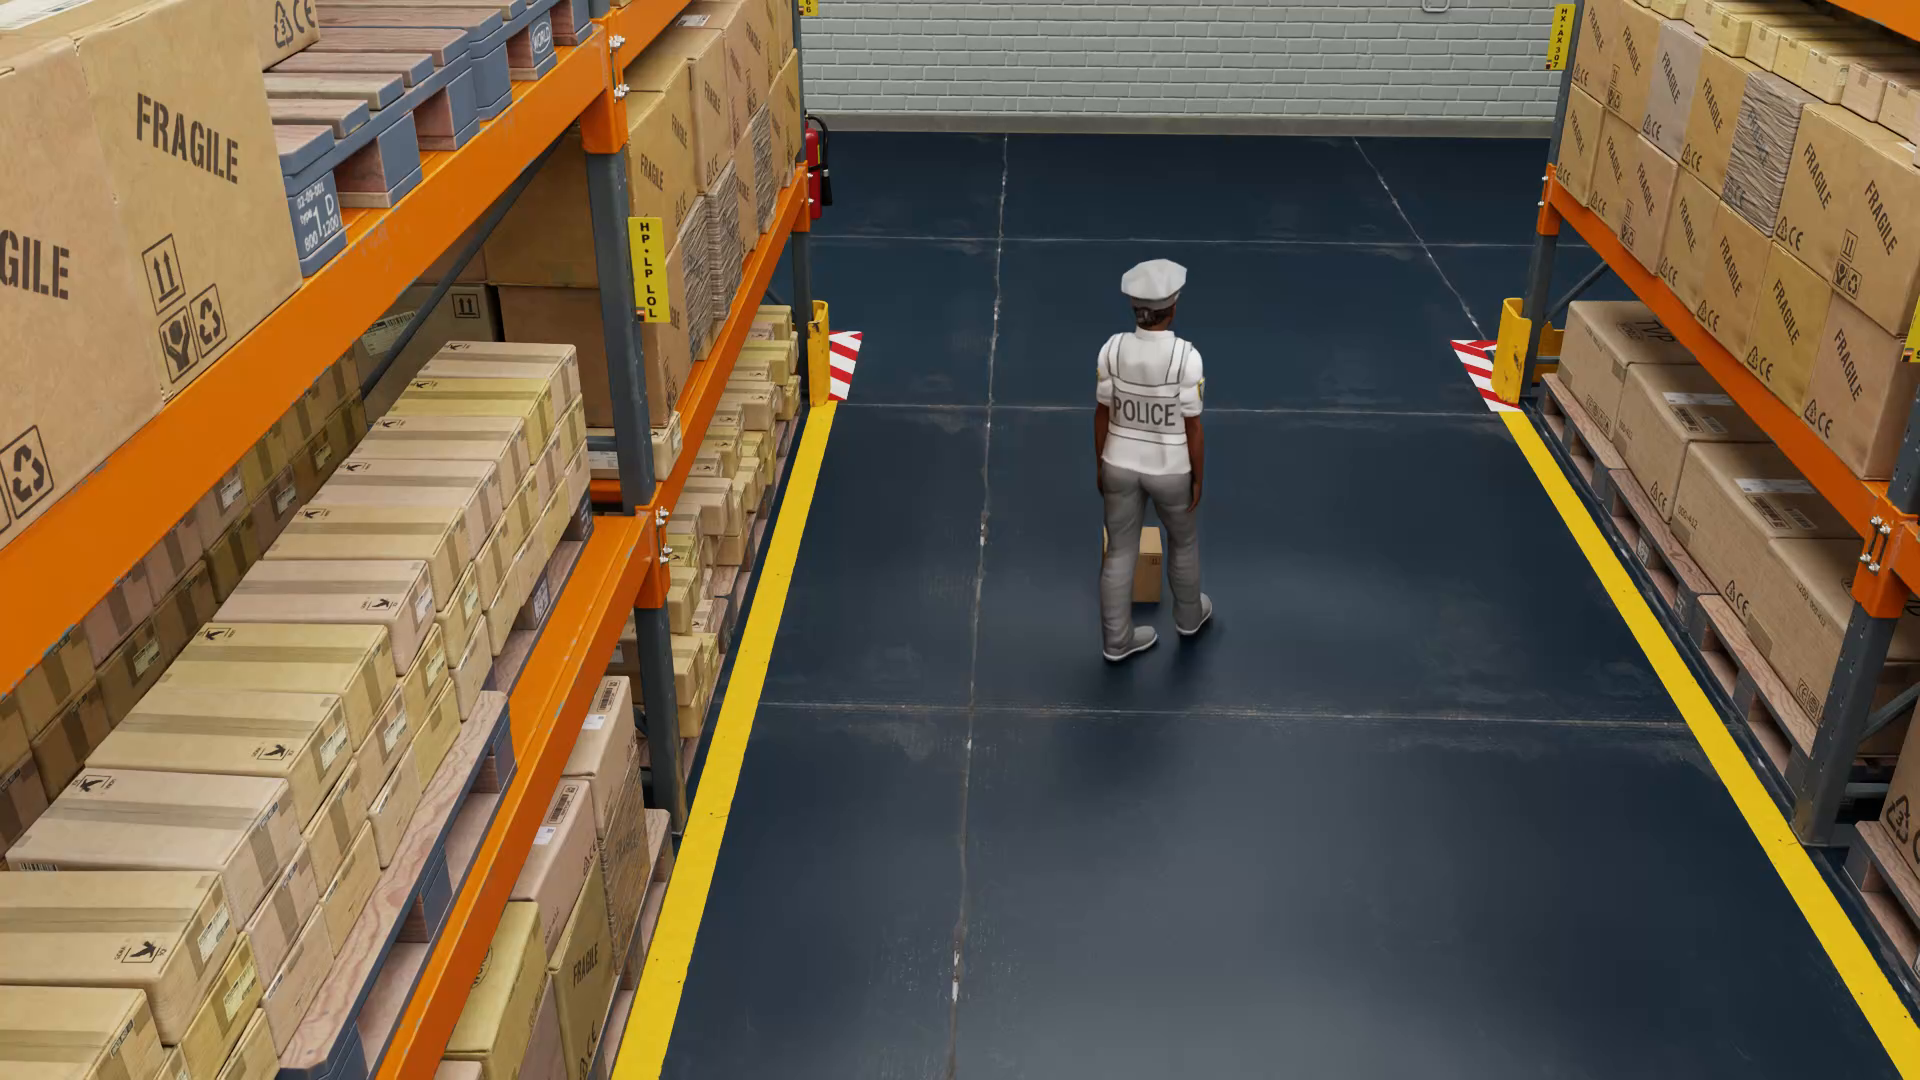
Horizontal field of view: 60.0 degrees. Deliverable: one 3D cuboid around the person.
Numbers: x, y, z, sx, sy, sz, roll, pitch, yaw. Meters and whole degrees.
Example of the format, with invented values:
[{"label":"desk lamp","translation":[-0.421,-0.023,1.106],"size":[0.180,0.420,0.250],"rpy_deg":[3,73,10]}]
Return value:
[{"label":"person","translation":[0.800,-0.342,6.732],"size":[0.458,1.674,0.590],"rpy_deg":[10,30,19]}]
